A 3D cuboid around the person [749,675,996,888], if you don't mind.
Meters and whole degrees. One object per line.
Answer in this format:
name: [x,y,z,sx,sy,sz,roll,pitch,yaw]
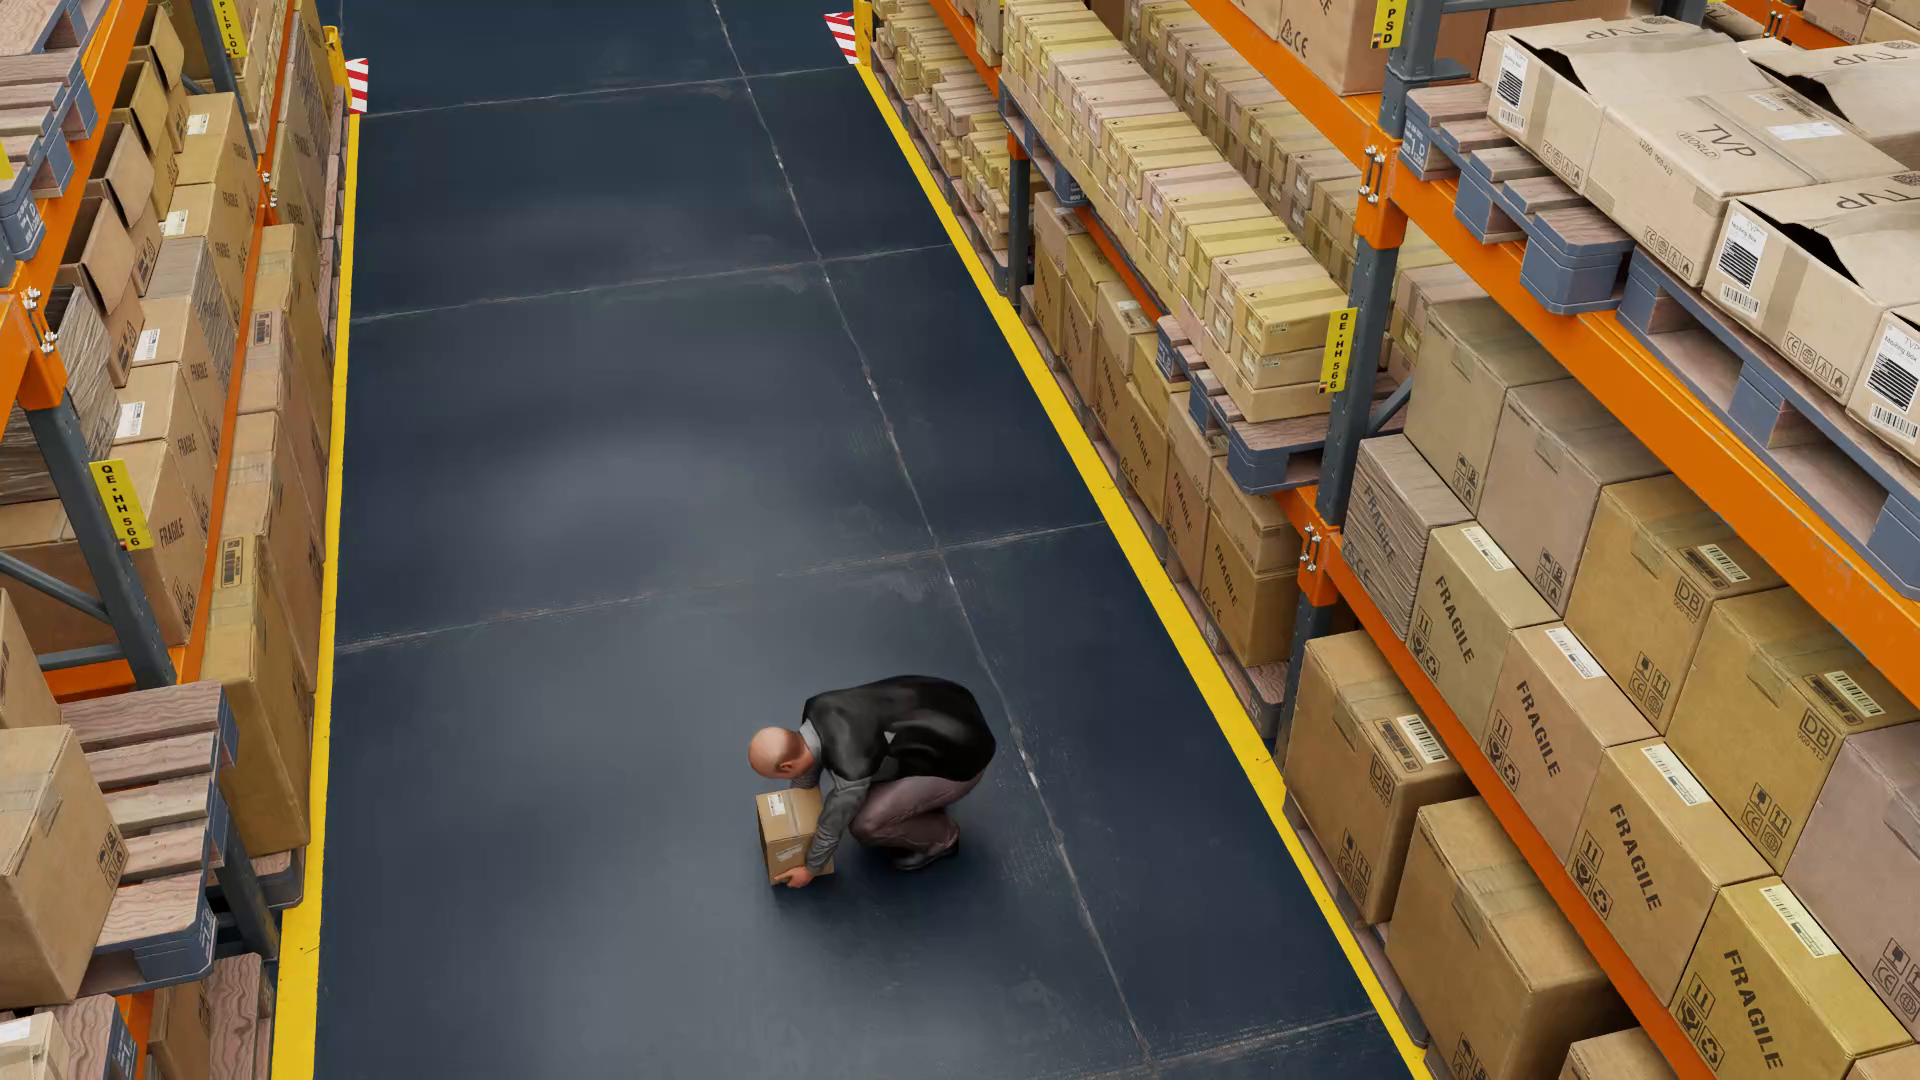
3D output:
person: [-0.335,0.908,6.378,0.933,0.796,0.509,-10,39,-13]
